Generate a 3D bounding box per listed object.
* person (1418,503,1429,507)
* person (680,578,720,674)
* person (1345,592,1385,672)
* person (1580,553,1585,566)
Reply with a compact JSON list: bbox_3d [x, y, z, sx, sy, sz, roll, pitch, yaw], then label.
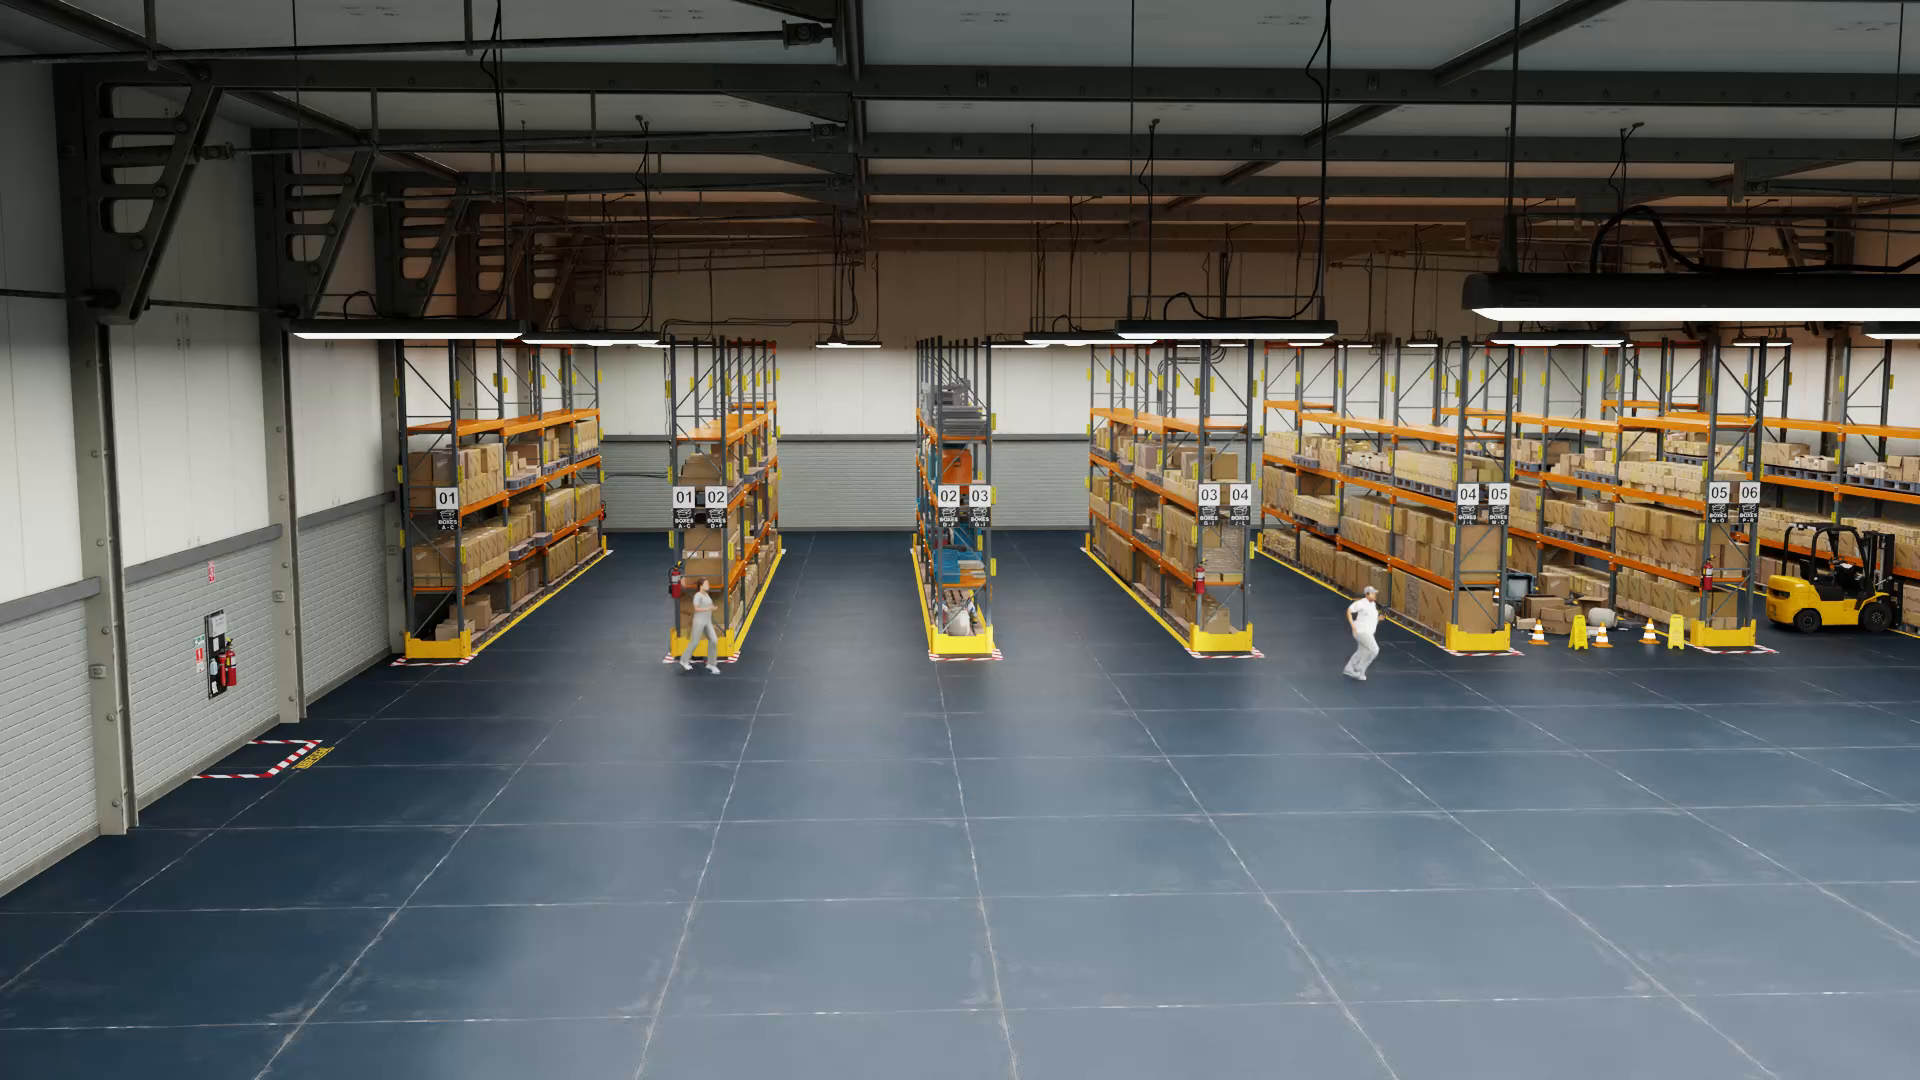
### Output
[{"bbox_3d":[13.830,-0.691,49.499,0.737,1.629,0.617,2,7,19],"label":"person"},{"bbox_3d":[-4.621,1.516,29.692,0.822,1.707,0.553,4,8,32],"label":"person"},{"bbox_3d":[7.046,1.578,28.962,0.705,1.522,0.588,5,8,36],"label":"person"},{"bbox_3d":[16.501,-0.099,44.269,0.599,1.600,0.561,-2,7,-15],"label":"person"}]
